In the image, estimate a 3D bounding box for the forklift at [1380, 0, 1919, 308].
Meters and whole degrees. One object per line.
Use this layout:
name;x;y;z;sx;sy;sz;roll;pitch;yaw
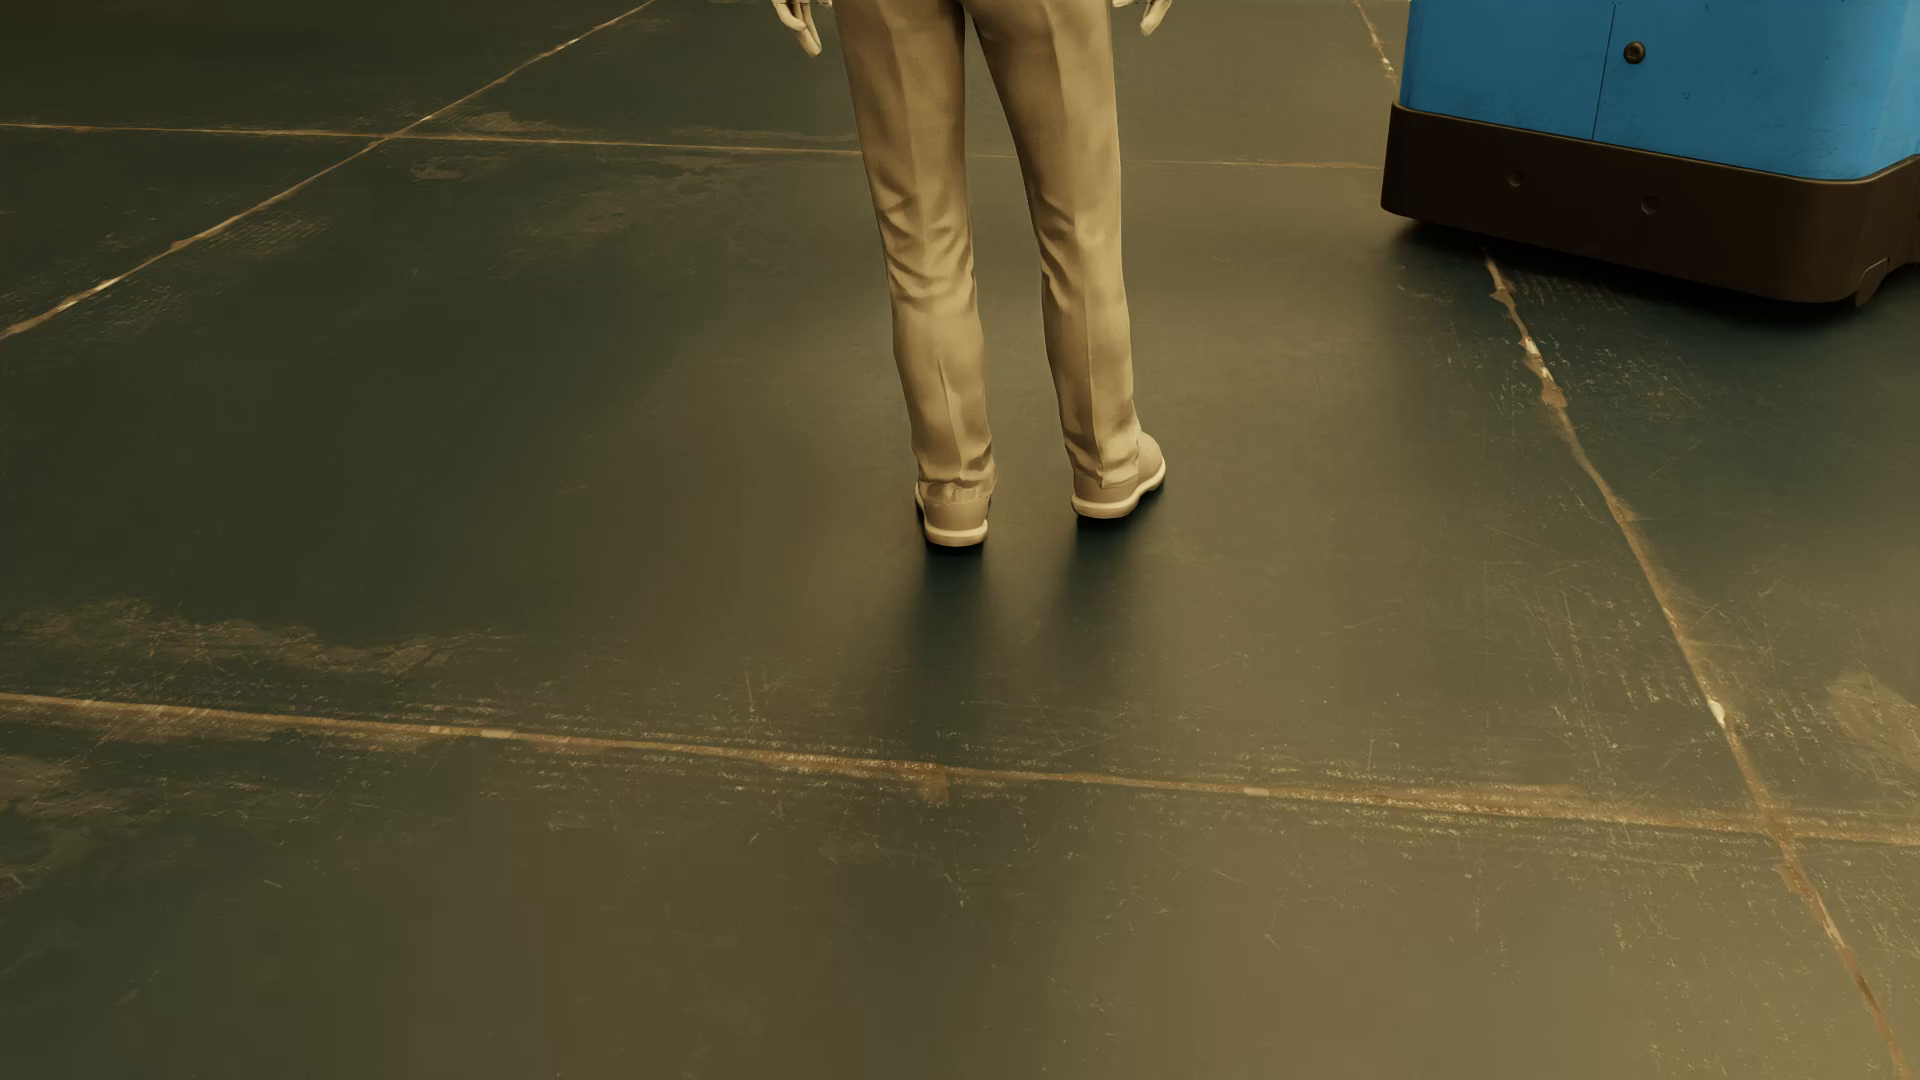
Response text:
forklift;2.396;-2.331;3.889;3.031;2.935;1.130;-23;35;-39

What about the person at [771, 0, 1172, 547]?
person;0.020;-0.794;2.177;0.579;1.696;0.533;3;27;7
